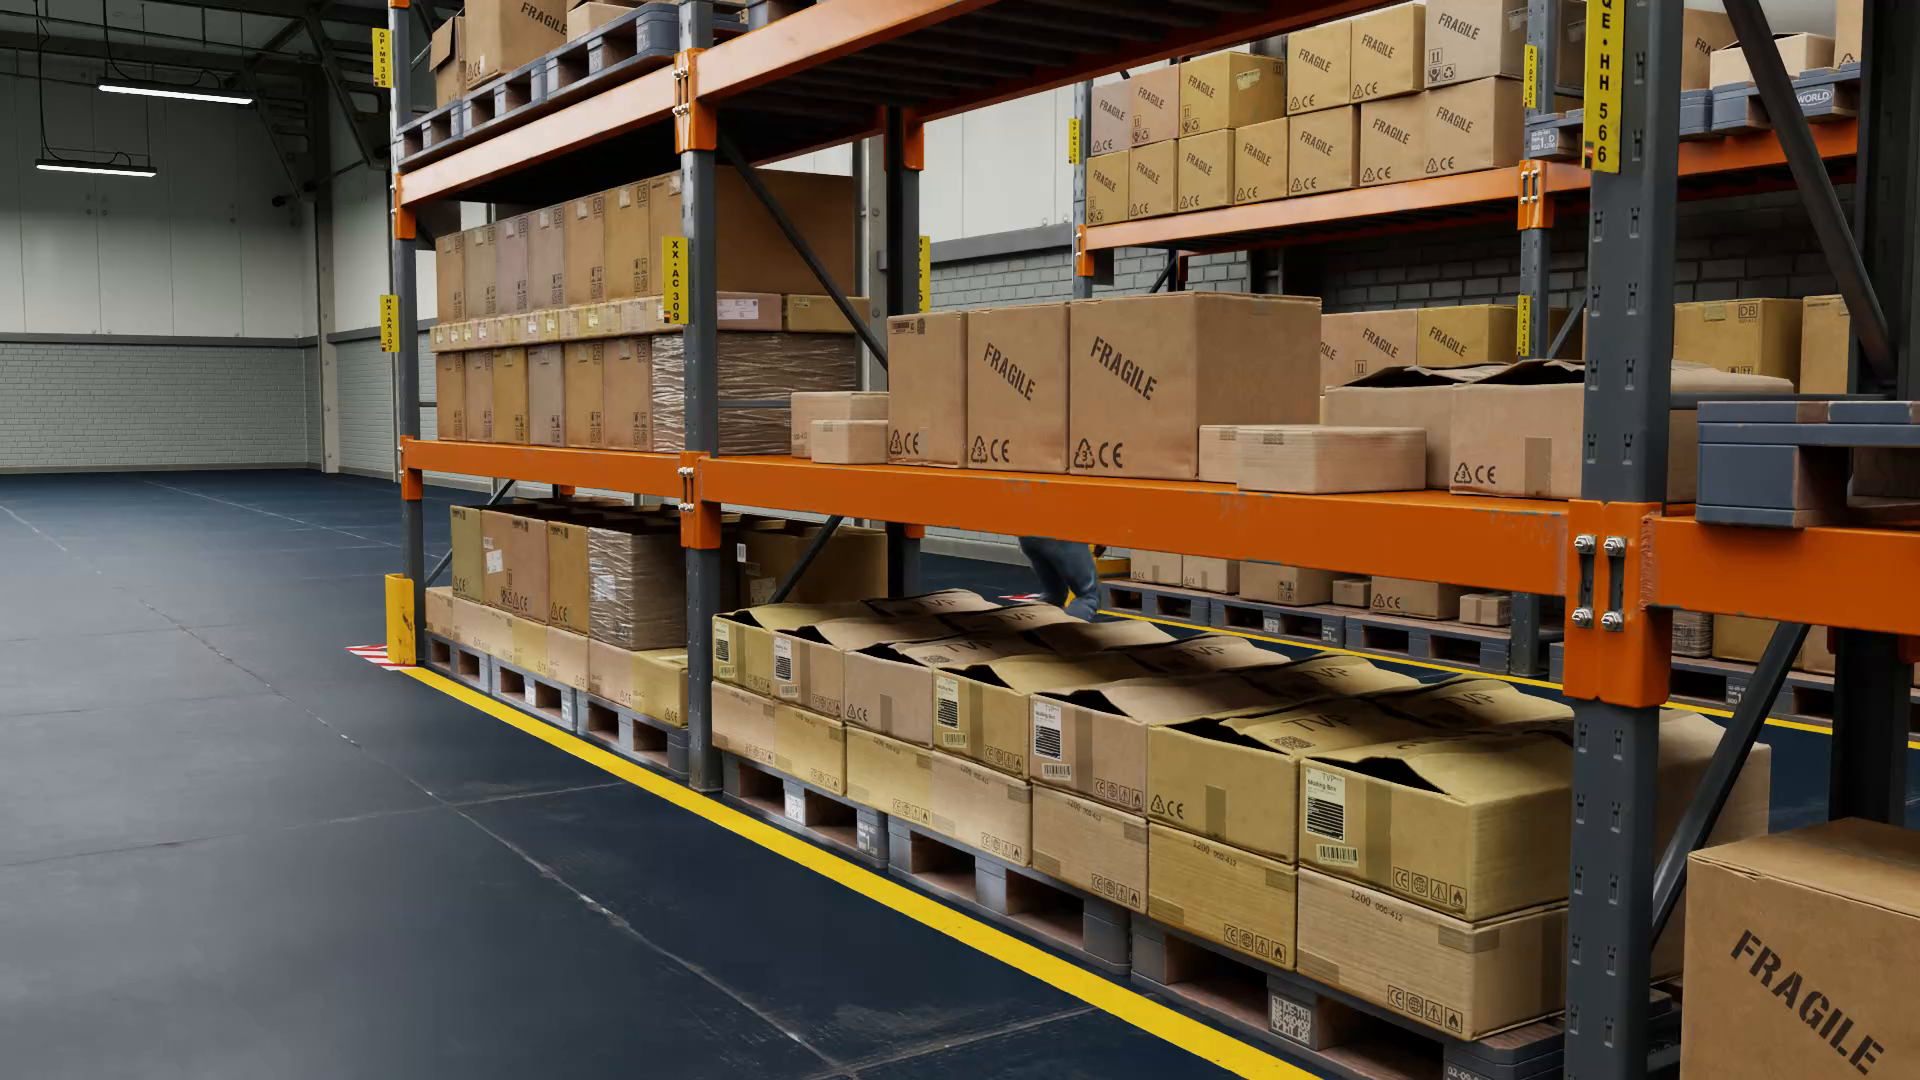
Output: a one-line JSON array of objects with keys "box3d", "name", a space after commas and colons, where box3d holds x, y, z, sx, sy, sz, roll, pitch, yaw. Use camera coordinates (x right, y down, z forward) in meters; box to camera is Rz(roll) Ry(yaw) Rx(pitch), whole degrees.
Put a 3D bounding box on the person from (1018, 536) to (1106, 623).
[{"box3d": [0.550, -0.061, 9.161, 0.554, 1.651, 0.610, -3, 5, -32], "name": "person"}]
